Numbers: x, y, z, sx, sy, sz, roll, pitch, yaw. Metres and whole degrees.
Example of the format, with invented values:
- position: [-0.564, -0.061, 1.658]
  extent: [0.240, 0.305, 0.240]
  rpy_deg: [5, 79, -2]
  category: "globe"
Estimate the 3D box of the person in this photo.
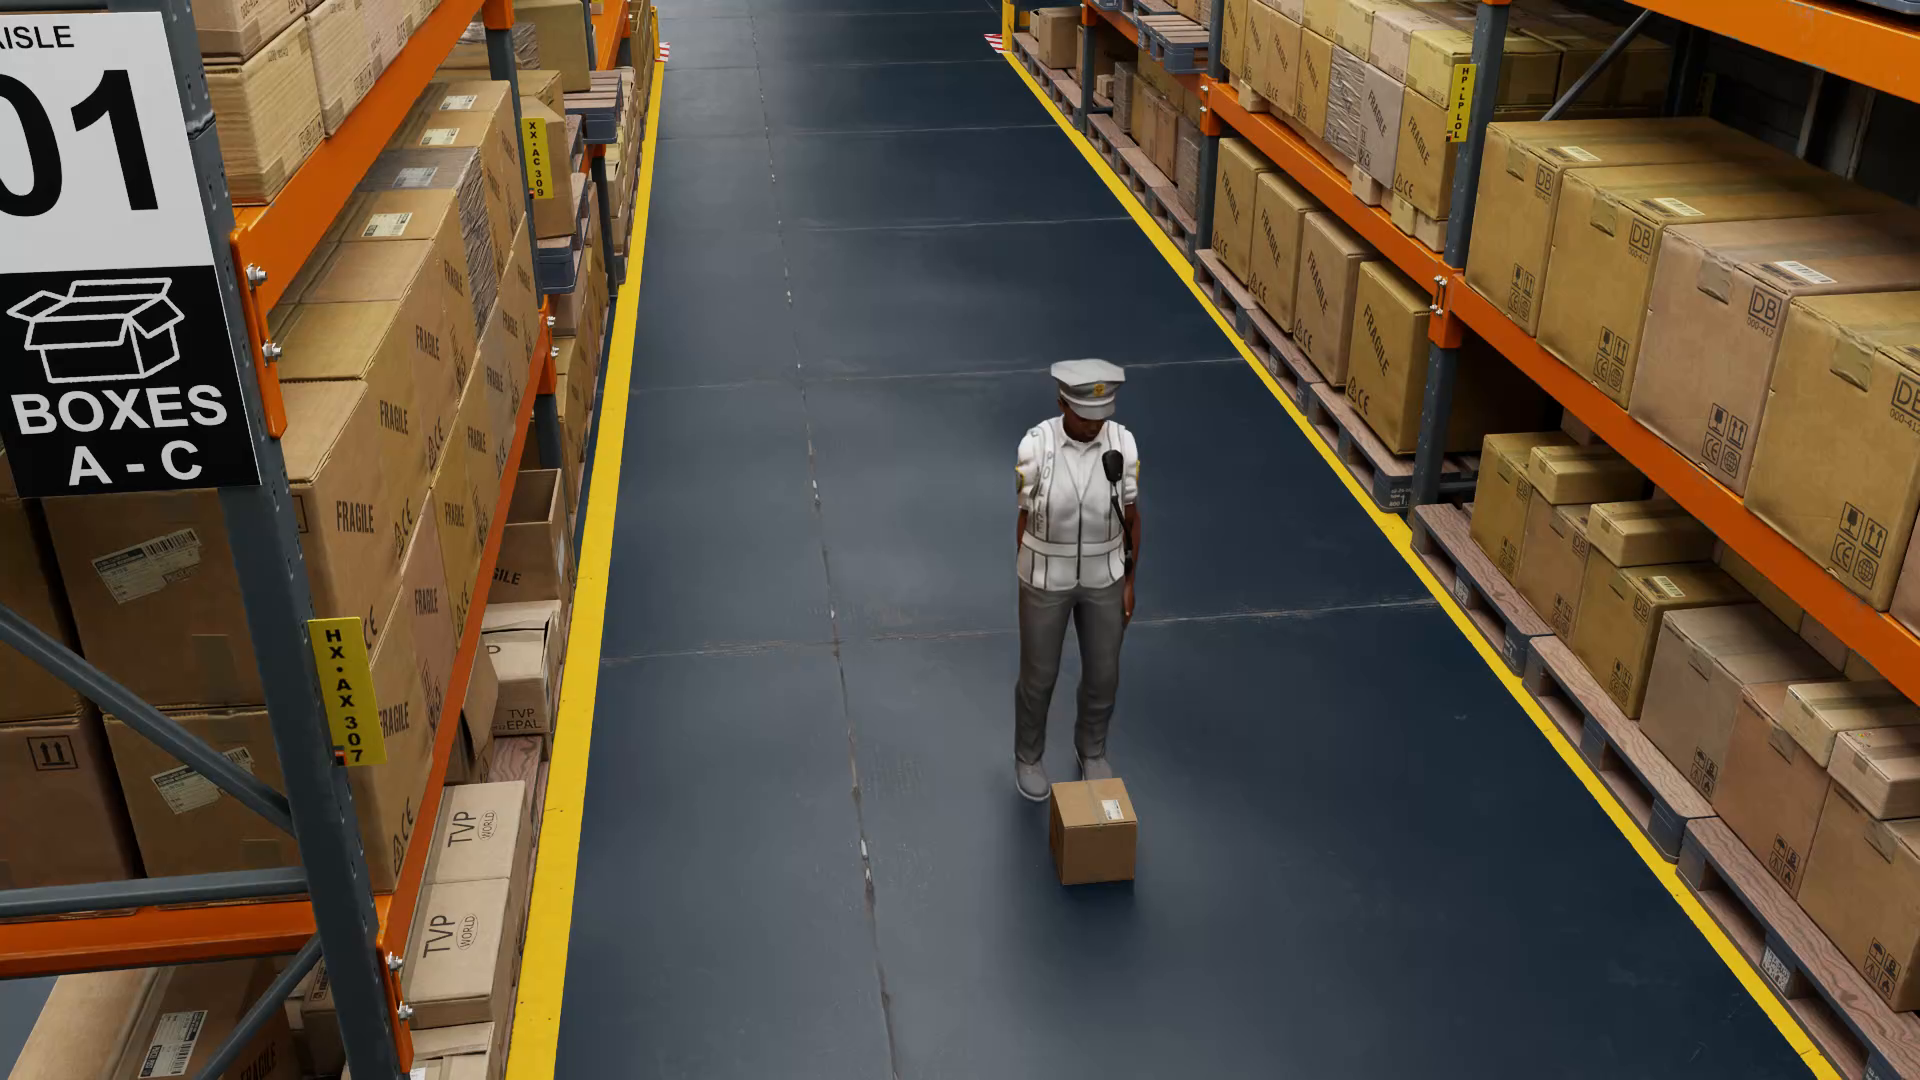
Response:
- position: [0.412, 0.154, 5.838]
  extent: [0.439, 1.661, 0.339]
  rpy_deg: [-3, 27, -6]
  category: "person"
